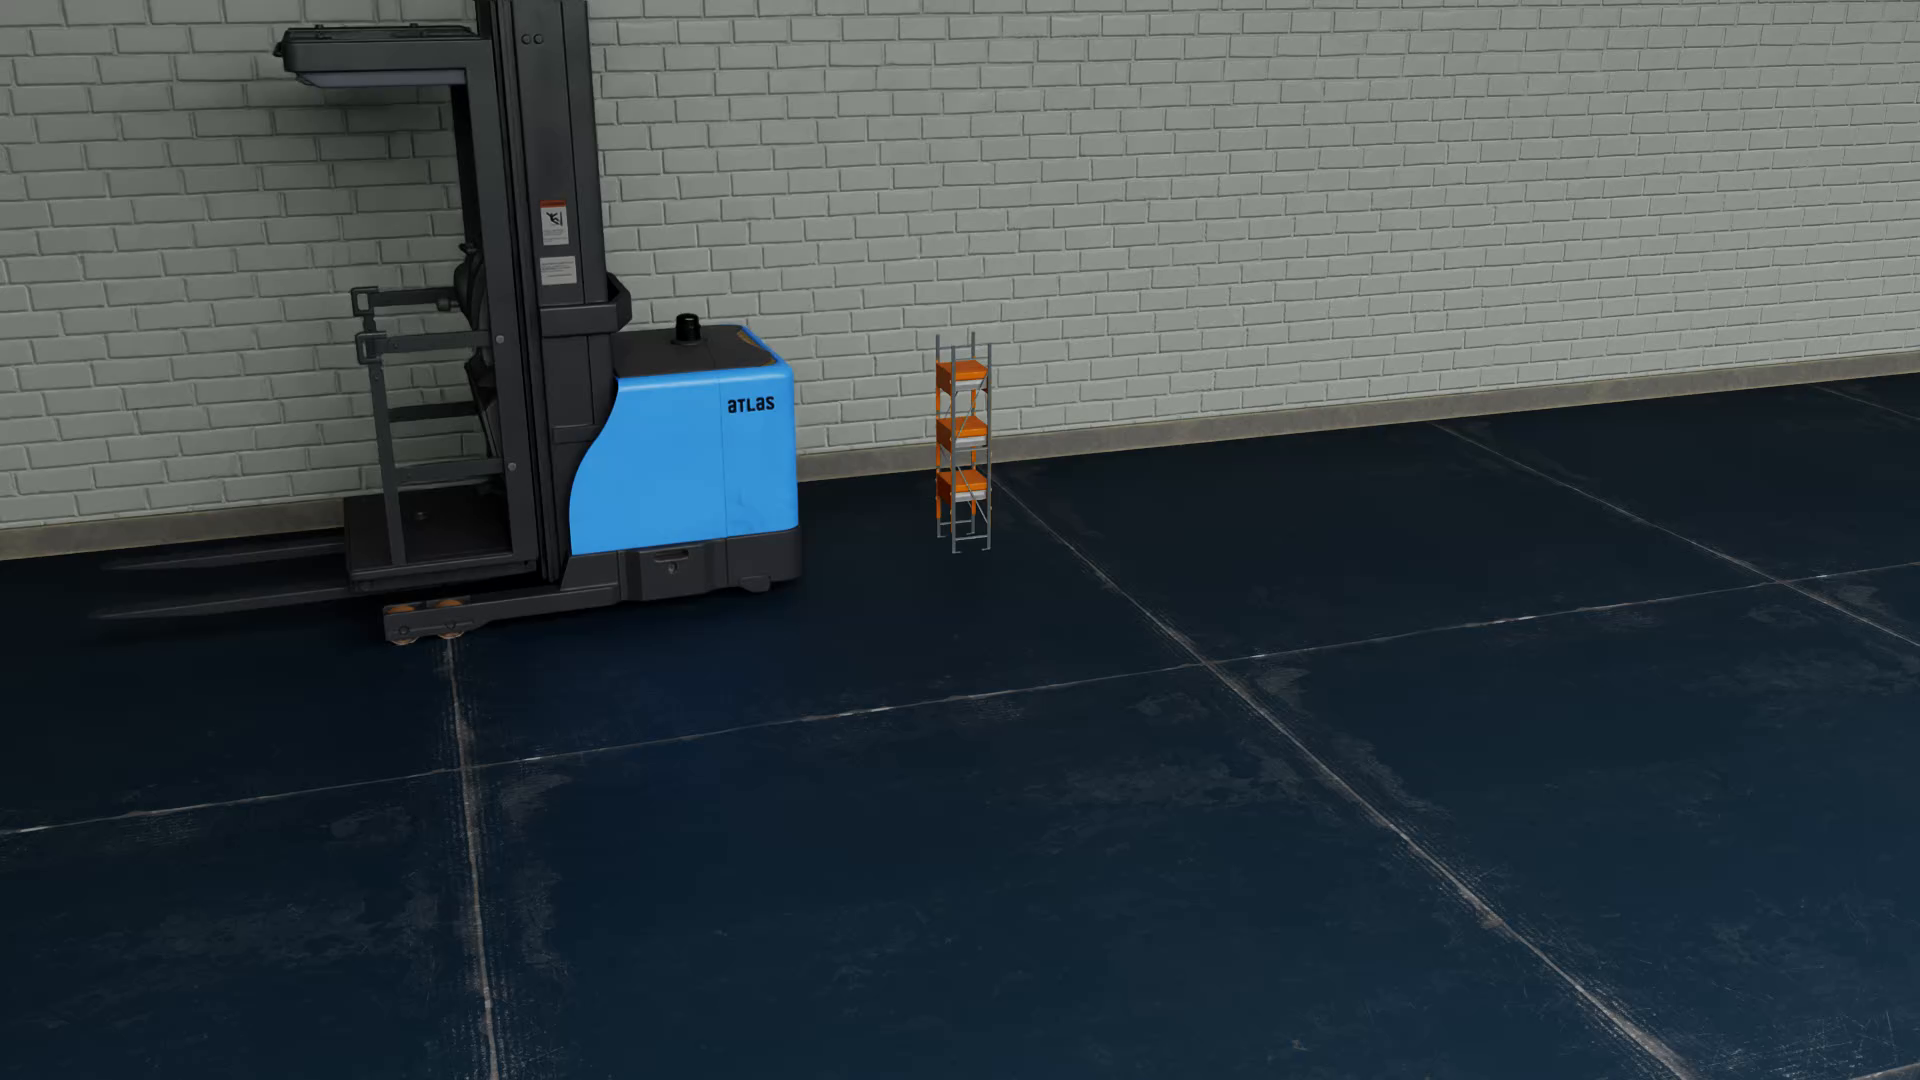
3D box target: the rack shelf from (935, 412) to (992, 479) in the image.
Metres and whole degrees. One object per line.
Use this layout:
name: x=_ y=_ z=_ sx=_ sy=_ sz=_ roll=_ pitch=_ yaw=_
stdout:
rack shelf: x=0.017 y=-0.467 z=8.195 sx=0.215 sy=0.259 sz=0.240 roll=-6 pitch=21 yaw=-17

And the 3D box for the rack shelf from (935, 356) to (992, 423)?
rack shelf: x=0.017 y=-0.734 z=8.099 sx=0.215 sy=0.259 sz=0.240 roll=-6 pitch=21 yaw=-17

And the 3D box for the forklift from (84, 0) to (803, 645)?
forklift: x=-2.306 y=-1.129 z=7.223 sx=3.031 sy=2.935 sz=1.130 roll=-7 pitch=21 yaw=-19

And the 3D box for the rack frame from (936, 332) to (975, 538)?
rack frame: x=-0.022 y=-0.516 z=8.300 sx=0.200 sy=1.050 sz=0.008 roll=-6 pitch=21 yaw=-17

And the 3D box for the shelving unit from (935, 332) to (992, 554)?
shelving unit: x=0.017 y=-0.477 z=8.191 sx=0.215 sy=1.050 sz=0.252 roll=-6 pitch=21 yaw=-17

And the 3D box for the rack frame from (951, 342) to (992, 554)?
rack frame: x=0.055 y=-0.438 z=8.082 sx=0.200 sy=1.050 sz=0.008 roll=-6 pitch=21 yaw=-17

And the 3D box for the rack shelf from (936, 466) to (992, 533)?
rack shelf: x=0.017 y=-0.205 z=8.289 sx=0.215 sy=0.259 sz=0.240 roll=-6 pitch=21 yaw=-17
